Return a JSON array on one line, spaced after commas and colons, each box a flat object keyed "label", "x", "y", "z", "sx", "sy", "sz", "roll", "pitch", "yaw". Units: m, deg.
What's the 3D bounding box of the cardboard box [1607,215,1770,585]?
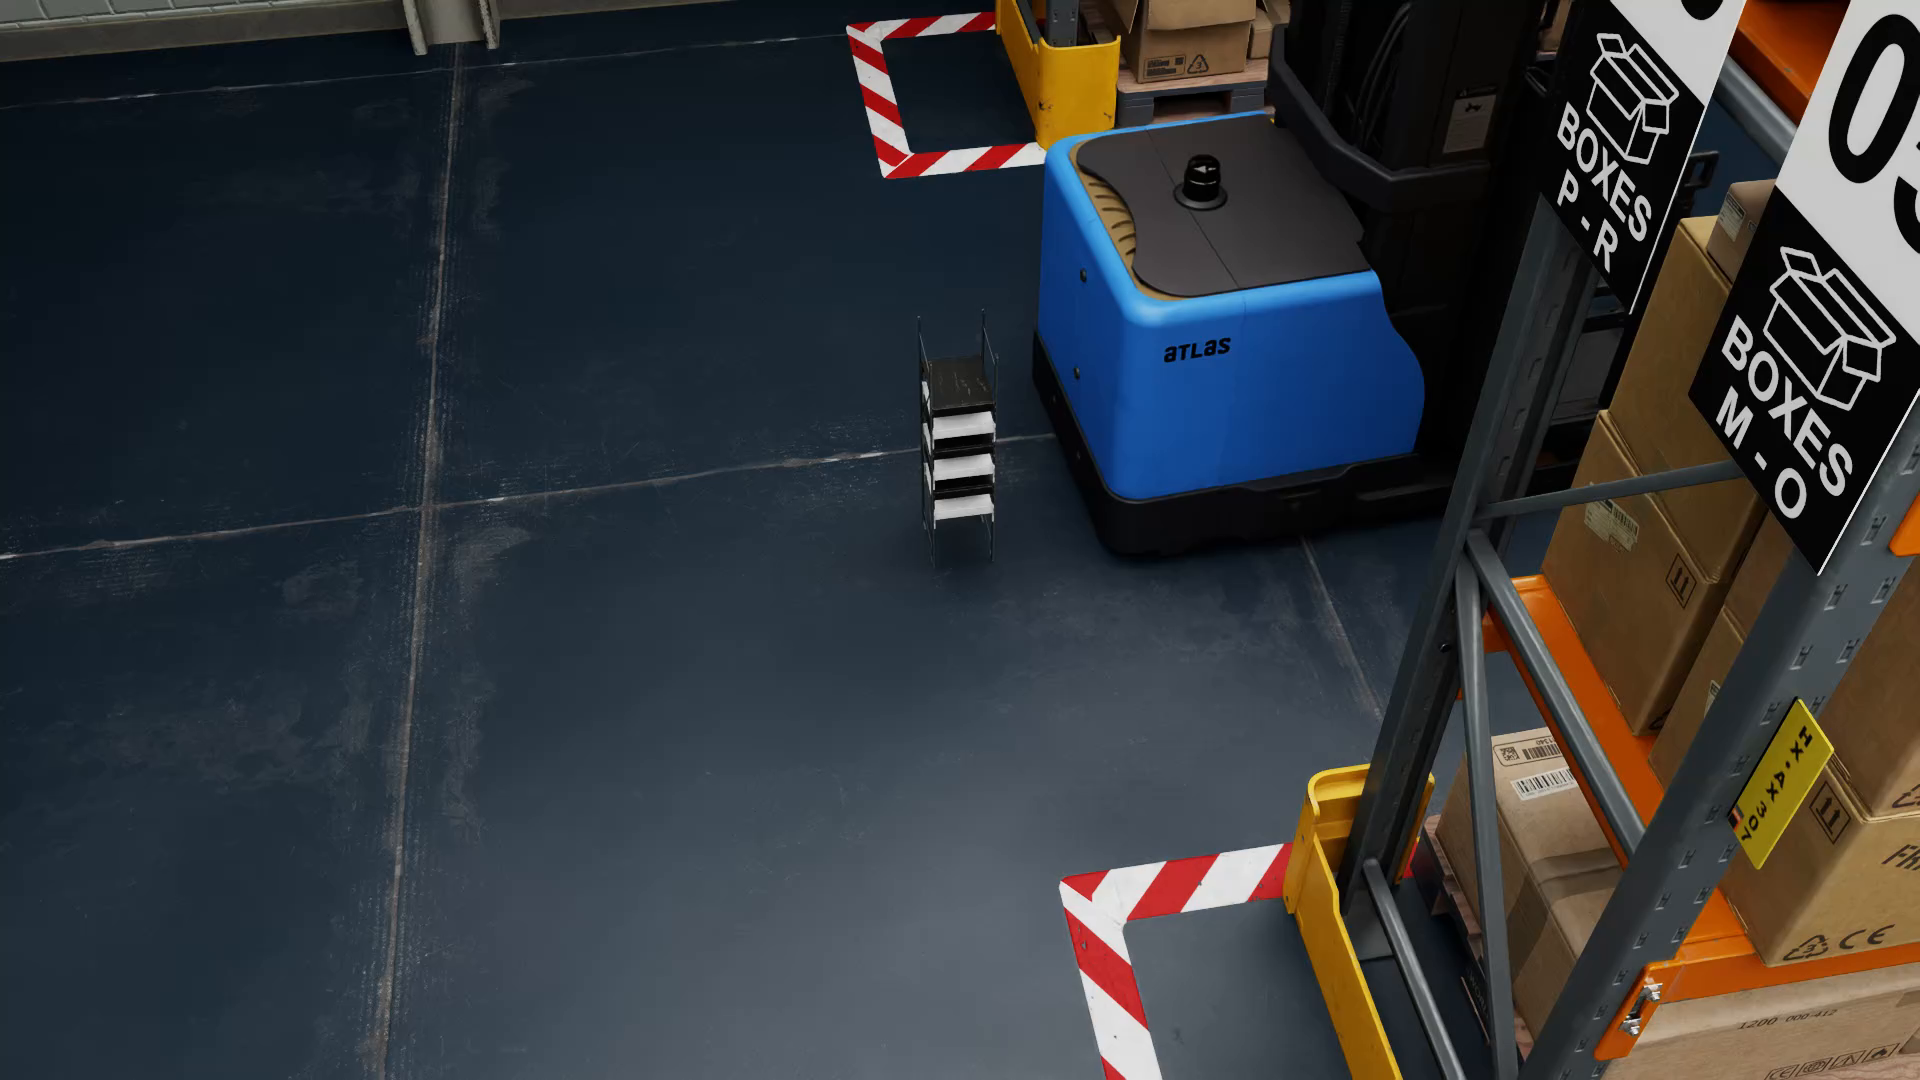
[{"label": "cardboard box", "x": 1.641, "y": -0.285, "z": 3.178, "sx": 0.500, "sy": 0.500, "sz": 0.500, "roll": -6, "pitch": 46, "yaw": -5}]

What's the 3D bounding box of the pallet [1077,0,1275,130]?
[{"label": "pallet", "x": 1.217, "y": -2.337, "z": 7.856, "sx": 1.213, "sy": 0.211, "sz": 1.003, "roll": -7, "pitch": 46, "yaw": -7}]

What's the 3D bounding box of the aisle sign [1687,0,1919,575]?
[{"label": "aisle sign", "x": 1.185, "y": -0.363, "z": 2.211, "sx": 0.004, "sy": 0.787, "sz": 0.394, "roll": -7, "pitch": 46, "yaw": -7}]

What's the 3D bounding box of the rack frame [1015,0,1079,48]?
[{"label": "rack frame", "x": 0.357, "y": -3.197, "z": 6.747, "sx": 0.127, "sy": 3.000, "sz": 1.000, "roll": -7, "pitch": 46, "yaw": -7}]

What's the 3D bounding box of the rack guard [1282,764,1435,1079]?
[{"label": "rack guard", "x": 1.183, "y": 1.195, "z": 4.252, "sx": 0.348, "sy": 0.500, "sz": 1.175, "roll": -7, "pitch": 46, "yaw": -7}]

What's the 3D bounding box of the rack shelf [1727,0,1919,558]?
[{"label": "rack shelf", "x": 3.177, "y": -0.712, "z": 2.770, "sx": 4.000, "sy": 0.370, "sz": 1.077, "roll": -7, "pitch": 46, "yaw": -7}]

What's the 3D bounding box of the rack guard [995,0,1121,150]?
[{"label": "rack guard", "x": 0.431, "y": -2.339, "z": 7.657, "sx": 0.348, "sy": 0.500, "sz": 1.175, "roll": -7, "pitch": 46, "yaw": -7}]

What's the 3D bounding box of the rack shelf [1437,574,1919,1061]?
[{"label": "rack shelf", "x": 3.177, "y": 0.329, "z": 3.850, "sx": 4.000, "sy": 0.370, "sz": 1.077, "roll": -7, "pitch": 46, "yaw": -7}]

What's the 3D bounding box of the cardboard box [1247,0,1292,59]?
[{"label": "cardboard box", "x": 1.401, "y": -2.386, "z": 7.654, "sx": 0.250, "sy": 0.149, "sz": 0.380, "roll": -9, "pitch": 47, "yaw": -8}]

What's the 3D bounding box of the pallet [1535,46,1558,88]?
[{"label": "pallet", "x": 2.416, "y": -2.485, "z": 7.998, "sx": 1.213, "sy": 0.211, "sz": 1.003, "roll": -7, "pitch": 46, "yaw": -7}]

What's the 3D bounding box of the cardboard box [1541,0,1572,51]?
[{"label": "cardboard box", "x": 2.847, "y": -2.688, "z": 7.701, "sx": 0.500, "sy": 0.500, "sz": 0.700, "roll": -9, "pitch": 47, "yaw": -8}]

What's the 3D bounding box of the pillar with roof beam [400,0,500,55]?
[{"label": "pillar with roof beam", "x": -1.720, "y": -2.532, "z": 1.941, "sx": 0.400, "sy": 9.000, "sz": 9.100, "roll": -7, "pitch": 46, "yaw": -7}]

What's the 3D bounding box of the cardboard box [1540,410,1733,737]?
[{"label": "cardboard box", "x": 1.637, "y": 0.043, "z": 3.556, "sx": 0.500, "sy": 0.500, "sz": 0.500, "roll": -7, "pitch": 46, "yaw": -7}]

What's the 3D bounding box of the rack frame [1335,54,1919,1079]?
[{"label": "rack frame", "x": 1.207, "y": 0.324, "z": 3.354, "sx": 0.127, "sy": 3.000, "sz": 1.000, "roll": -7, "pitch": 46, "yaw": -7}]

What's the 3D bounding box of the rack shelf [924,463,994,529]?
[{"label": "rack shelf", "x": -0.008, "y": -0.163, "z": 5.579, "sx": 0.200, "sy": 0.077, "sz": 0.258, "roll": -7, "pitch": 46, "yaw": -7}]

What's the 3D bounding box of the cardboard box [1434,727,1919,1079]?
[{"label": "cardboard box", "x": 1.840, "y": 0.916, "z": 4.272, "sx": 0.875, "sy": 0.438, "sz": 0.875, "roll": -9, "pitch": 47, "yaw": -8}]

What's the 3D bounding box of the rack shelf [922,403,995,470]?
[{"label": "rack shelf", "x": -0.008, "y": -0.351, "z": 5.384, "sx": 0.200, "sy": 0.077, "sz": 0.258, "roll": -7, "pitch": 46, "yaw": -7}]

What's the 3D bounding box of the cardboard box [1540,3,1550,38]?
[{"label": "cardboard box", "x": 2.362, "y": -2.555, "z": 7.573, "sx": 0.500, "sy": 0.500, "sz": 0.500, "roll": -6, "pitch": 46, "yaw": -6}]

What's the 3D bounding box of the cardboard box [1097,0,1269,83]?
[{"label": "cardboard box", "x": 0.975, "y": -2.485, "z": 7.503, "sx": 0.637, "sy": 0.503, "sz": 0.797, "roll": -9, "pitch": 47, "yaw": -8}]

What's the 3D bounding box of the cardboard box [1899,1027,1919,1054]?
[{"label": "cardboard box", "x": 2.740, "y": 0.797, "z": 4.386, "sx": 0.875, "sy": 0.438, "sz": 0.875, "roll": -6, "pitch": 46, "yaw": -6}]

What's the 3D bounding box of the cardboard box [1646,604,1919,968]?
[{"label": "cardboard box", "x": 1.729, "y": 0.435, "z": 3.179, "sx": 0.500, "sy": 0.500, "sz": 0.500, "roll": -7, "pitch": 47, "yaw": -7}]

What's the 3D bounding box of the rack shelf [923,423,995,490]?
[{"label": "rack shelf", "x": -0.008, "y": -0.288, "z": 5.449, "sx": 0.200, "sy": 0.077, "sz": 0.258, "roll": -7, "pitch": 46, "yaw": -7}]

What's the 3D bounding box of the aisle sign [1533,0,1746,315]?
[{"label": "aisle sign", "x": 1.083, "y": -0.789, "z": 2.622, "sx": 0.004, "sy": 0.787, "sz": 0.394, "roll": -7, "pitch": 46, "yaw": -7}]

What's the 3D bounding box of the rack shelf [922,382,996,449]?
[{"label": "rack shelf", "x": -0.008, "y": -0.413, "z": 5.319, "sx": 0.200, "sy": 0.077, "sz": 0.258, "roll": -7, "pitch": 46, "yaw": -7}]

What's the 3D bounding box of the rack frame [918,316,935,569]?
[{"label": "rack frame", "x": -0.108, "y": -0.299, "z": 5.413, "sx": 0.006, "sy": 0.900, "sz": 0.240, "roll": -7, "pitch": 46, "yaw": -7}]

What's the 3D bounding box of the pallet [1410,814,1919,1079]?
[{"label": "pallet", "x": 1.981, "y": 1.138, "z": 4.507, "sx": 1.213, "sy": 0.211, "sz": 1.003, "roll": -7, "pitch": 46, "yaw": -7}]

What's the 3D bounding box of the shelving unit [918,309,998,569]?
[{"label": "shelving unit", "x": -0.008, "y": -0.311, "z": 5.425, "sx": 0.210, "sy": 0.900, "sz": 0.258, "roll": -7, "pitch": 46, "yaw": -7}]

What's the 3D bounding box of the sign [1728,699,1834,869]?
[{"label": "sign", "x": 1.295, "y": 0.391, "z": 2.634, "sx": 0.005, "sy": 0.325, "sz": 0.100, "roll": -7, "pitch": 46, "yaw": -7}]

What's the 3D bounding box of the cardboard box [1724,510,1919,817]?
[{"label": "cardboard box", "x": 1.728, "y": 0.086, "z": 2.820, "sx": 0.500, "sy": 0.500, "sz": 0.500, "roll": -8, "pitch": 47, "yaw": -8}]

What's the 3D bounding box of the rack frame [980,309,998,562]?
[{"label": "rack frame", "x": 0.092, "y": -0.324, "z": 5.437, "sx": 0.006, "sy": 0.900, "sz": 0.240, "roll": -7, "pitch": 46, "yaw": -7}]

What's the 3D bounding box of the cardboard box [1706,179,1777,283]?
[{"label": "cardboard box", "x": 1.526, "y": -0.468, "z": 2.904, "sx": 0.250, "sy": 0.149, "sz": 0.380, "roll": -7, "pitch": 46, "yaw": -6}]

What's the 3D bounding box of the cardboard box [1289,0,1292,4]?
[{"label": "cardboard box", "x": 1.824, "y": -2.561, "z": 7.579, "sx": 0.500, "sy": 0.500, "sz": 0.700, "roll": -5, "pitch": 46, "yaw": -5}]

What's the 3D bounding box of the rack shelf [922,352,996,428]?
[{"label": "rack shelf", "x": -0.008, "y": -0.475, "z": 5.255, "sx": 0.200, "sy": 0.077, "sz": 0.258, "roll": -7, "pitch": 46, "yaw": -7}]

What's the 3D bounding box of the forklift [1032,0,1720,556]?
[{"label": "forklift", "x": 1.844, "y": -1.532, "z": 5.190, "sx": 3.031, "sy": 2.935, "sz": 1.130, "roll": -10, "pitch": 47, "yaw": -10}]

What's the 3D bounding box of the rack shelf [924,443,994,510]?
[{"label": "rack shelf", "x": -0.008, "y": -0.226, "z": 5.514, "sx": 0.200, "sy": 0.077, "sz": 0.258, "roll": -7, "pitch": 46, "yaw": -7}]
